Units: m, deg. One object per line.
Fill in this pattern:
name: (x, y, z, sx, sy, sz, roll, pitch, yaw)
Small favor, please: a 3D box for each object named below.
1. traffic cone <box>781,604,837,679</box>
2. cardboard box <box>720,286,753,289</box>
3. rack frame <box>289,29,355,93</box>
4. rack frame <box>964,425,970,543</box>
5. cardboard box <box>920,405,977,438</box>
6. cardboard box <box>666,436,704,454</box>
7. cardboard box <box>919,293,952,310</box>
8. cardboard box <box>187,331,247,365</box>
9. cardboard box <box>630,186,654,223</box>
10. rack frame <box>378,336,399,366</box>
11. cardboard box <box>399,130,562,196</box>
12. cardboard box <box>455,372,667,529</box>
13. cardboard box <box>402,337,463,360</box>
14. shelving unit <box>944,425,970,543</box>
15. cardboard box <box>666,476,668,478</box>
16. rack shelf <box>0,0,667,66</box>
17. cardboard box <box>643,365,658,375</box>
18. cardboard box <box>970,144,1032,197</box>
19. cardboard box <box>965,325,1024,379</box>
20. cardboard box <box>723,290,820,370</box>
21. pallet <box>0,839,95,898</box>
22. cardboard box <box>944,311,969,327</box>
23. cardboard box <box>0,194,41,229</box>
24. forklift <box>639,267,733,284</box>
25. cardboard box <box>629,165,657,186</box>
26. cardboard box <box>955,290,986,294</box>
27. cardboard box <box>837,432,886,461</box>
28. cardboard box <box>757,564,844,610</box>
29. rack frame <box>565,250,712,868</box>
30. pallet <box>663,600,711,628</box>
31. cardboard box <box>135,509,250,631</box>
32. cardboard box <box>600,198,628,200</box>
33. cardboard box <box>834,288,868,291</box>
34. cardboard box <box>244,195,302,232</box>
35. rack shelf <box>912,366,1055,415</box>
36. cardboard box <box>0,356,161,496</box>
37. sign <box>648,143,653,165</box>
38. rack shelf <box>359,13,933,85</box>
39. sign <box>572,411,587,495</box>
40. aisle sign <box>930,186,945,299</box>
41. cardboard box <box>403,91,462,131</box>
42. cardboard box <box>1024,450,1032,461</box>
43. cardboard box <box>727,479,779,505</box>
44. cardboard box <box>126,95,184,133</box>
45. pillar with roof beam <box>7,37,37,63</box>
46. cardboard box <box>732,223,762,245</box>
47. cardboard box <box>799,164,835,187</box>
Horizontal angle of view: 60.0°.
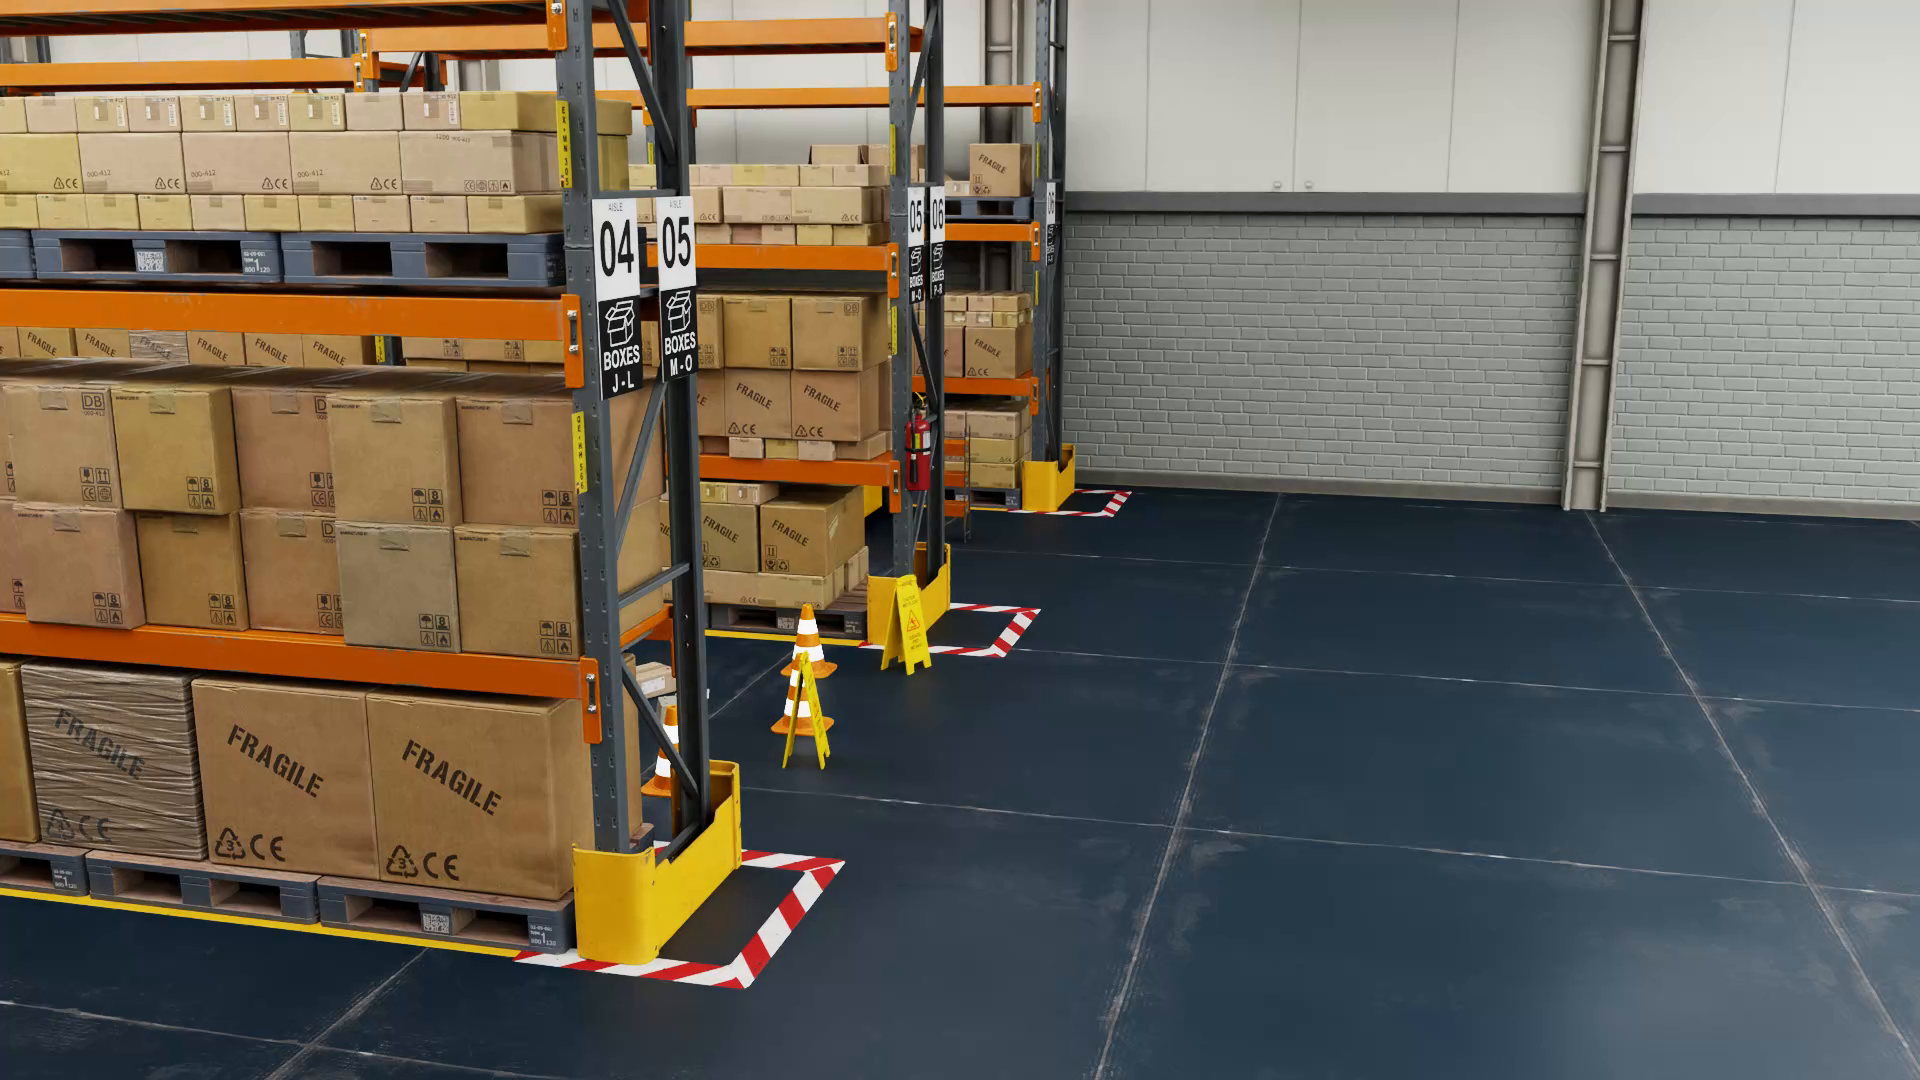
traffic cone: (-1.022, 0.659, 11.211, 0.334, 0.463, 0.336, 3, 13, 14)
cardboard box: (-2.377, -2.616, 17.700, 0.250, 0.149, 0.380, 3, 13, 12)
rack frame: (-6.877, -5.216, 17.986, 0.127, 3.000, 1.000, 3, 13, 14)
rack frame: (0.067, -0.509, 15.120, 0.008, 1.050, 0.200, 3, 13, 14)
cardboard box: (-0.129, -1.207, 16.834, 0.500, 0.250, 0.500, 3, 13, 15)
cardboard box: (-1.968, -0.732, 12.203, 0.250, 0.149, 0.380, 3, 13, 13)
cardboard box: (-0.239, -2.400, 16.727, 0.250, 0.149, 0.380, 3, 13, 14)
cardboard box: (-5.664, -1.464, 13.037, 0.500, 0.500, 0.500, 4, 13, 15)
cardboard box: (-2.341, -2.413, 11.933, 0.500, 0.250, 0.500, 3, 13, 14)
rack frame: (-4.179, -1.036, 12.994, 0.127, 3.000, 1.000, 3, 13, 14)
cardboard box: (-1.925, -1.539, 6.796, 0.500, 0.250, 0.500, 3, 13, 14)
cardboard box: (-1.734, -0.410, 7.333, 0.550, 0.550, 0.875, 3, 13, 14)
cardboard box: (-3.804, -1.650, 12.534, 0.500, 0.500, 0.700, 3, 13, 13)
shelving unit: (-0.052, -0.515, 15.149, 0.252, 1.050, 0.215, 3, 13, 14)
cardboard box: (-2.550, -0.238, 13.046, 0.500, 0.500, 0.500, 4, 13, 17)
rack shelf: (-3.325, -2.268, 7.282, 4.000, 0.370, 1.077, 3, 13, 14)
cardboard box: (-2.346, -1.077, 12.260, 0.500, 0.500, 0.500, 3, 13, 14)
cardboard box: (0.402, -3.611, 16.245, 0.500, 0.500, 0.500, 3, 13, 15)
cardboard box: (0.349, -1.892, 16.619, 0.500, 0.500, 0.500, 3, 13, 12)
cardboard box: (-1.333, -1.519, 11.945, 0.500, 0.500, 0.700, 3, 13, 14)
pallet: (-4.547, 1.427, 8.329, 1.213, 0.211, 1.003, 3, 13, 14)
cardboard box: (-0.006, -2.230, 16.649, 0.250, 0.149, 0.380, 3, 13, 15)
cardboard box: (-4.006, -1.443, 7.281, 0.250, 0.149, 0.380, 3, 13, 13)
forklift: (-2.899, -1.828, 16.724, 1.130, 2.935, 3.031, 9, 15, 36)
cardboard box: (-2.191, -2.587, 11.801, 0.250, 0.149, 0.380, 3, 13, 15)
cardboard box: (0.110, -2.477, 17.073, 0.250, 0.149, 0.380, 3, 13, 15)
cardboard box: (-0.710, -0.680, 11.970, 0.250, 0.149, 0.380, 4, 13, 15)
cardboard box: (-1.168, 0.322, 12.250, 0.500, 0.250, 0.500, 3, 13, 13)
rack frame: (-1.383, 0.218, 7.343, 0.127, 3.000, 1.000, 3, 13, 14)
pallet: (-2.330, 0.416, 12.889, 1.213, 0.211, 1.003, 3, 13, 14)
cardboard box: (-3.332, 0.037, 7.813, 0.500, 0.550, 0.875, 3, 13, 14)
cardboard box: (-1.639, -1.463, 7.373, 0.250, 0.149, 0.380, 3, 13, 14)
cardboard box: (-1.137, -2.545, 17.379, 0.250, 0.149, 0.380, 3, 13, 15)
cardboard box: (-2.776, -1.377, 6.984, 0.250, 0.149, 0.380, 3, 13, 13)
rack shelf: (-1.052, -1.625, 17.310, 4.000, 0.370, 1.077, 3, 13, 14)
cardboard box: (-4.355, -0.560, 8.008, 0.550, 0.550, 0.875, 3, 13, 14)
sign: (-3.114, -3.836, 16.768, 0.005, 0.325, 0.100, 3, 13, 14)
rack shelf: (-2.237, -3.508, 11.955, 4.000, 0.370, 1.077, 3, 13, 14)
sign: (-1.527, -0.350, 6.681, 0.005, 0.325, 0.100, 3, 13, 14)
aisle sign: (-0.161, -2.160, 12.056, 0.004, 0.787, 0.394, 3, 13, 14)
cardboard box: (-2.034, -1.726, 6.720, 0.250, 0.149, 0.380, 3, 13, 14)
cardboard box: (0.460, -0.802, 17.317, 0.500, 0.250, 0.500, 3, 13, 14)
cardboard box: (-1.508, -0.365, 12.122, 0.250, 0.149, 0.380, 3, 13, 15)
cardboard box: (-3.273, -1.792, 7.017, 0.250, 0.149, 0.380, 3, 13, 14)
pillar with roof beam: (-12.252, -4.744, 15.858, 0.400, 9.000, 9.100, 3, 13, 14)
cardboard box: (-1.438, -2.184, 11.823, 0.250, 0.149, 0.380, 3, 13, 14)
cardboard box: (-0.936, -2.536, 11.570, 0.250, 0.149, 0.380, 3, 13, 15)
